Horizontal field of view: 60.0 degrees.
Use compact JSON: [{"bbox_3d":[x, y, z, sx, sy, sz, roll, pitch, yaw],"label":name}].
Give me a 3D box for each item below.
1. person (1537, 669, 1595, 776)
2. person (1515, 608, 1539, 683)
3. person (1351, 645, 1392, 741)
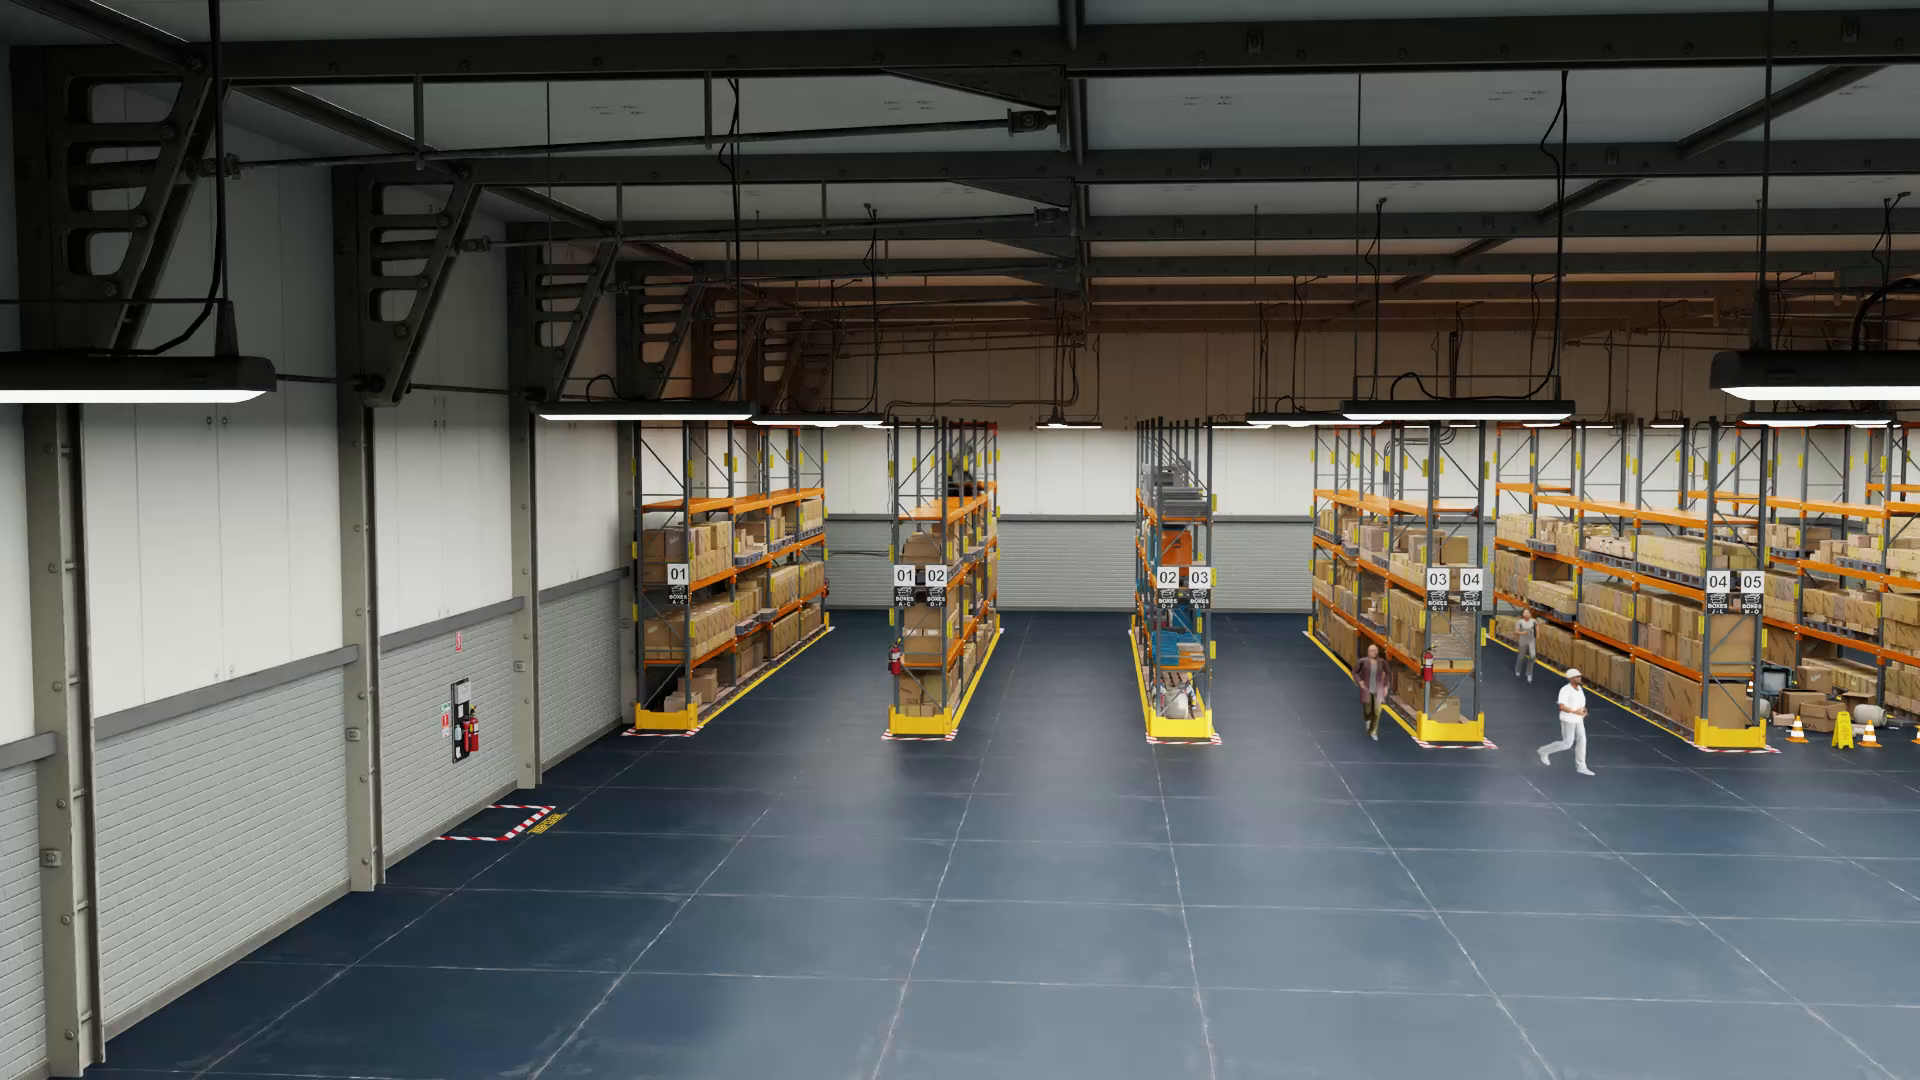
[{"bbox_3d":[10.216,3.029,27.894,0.709,1.766,0.927,-4,5,-44],"label":"person"},{"bbox_3d":[13.024,2.397,38.206,0.572,1.697,0.876,1,4,8],"label":"person"},{"bbox_3d":[7.703,2.832,31.119,0.749,1.756,0.709,0,4,8],"label":"person"}]
